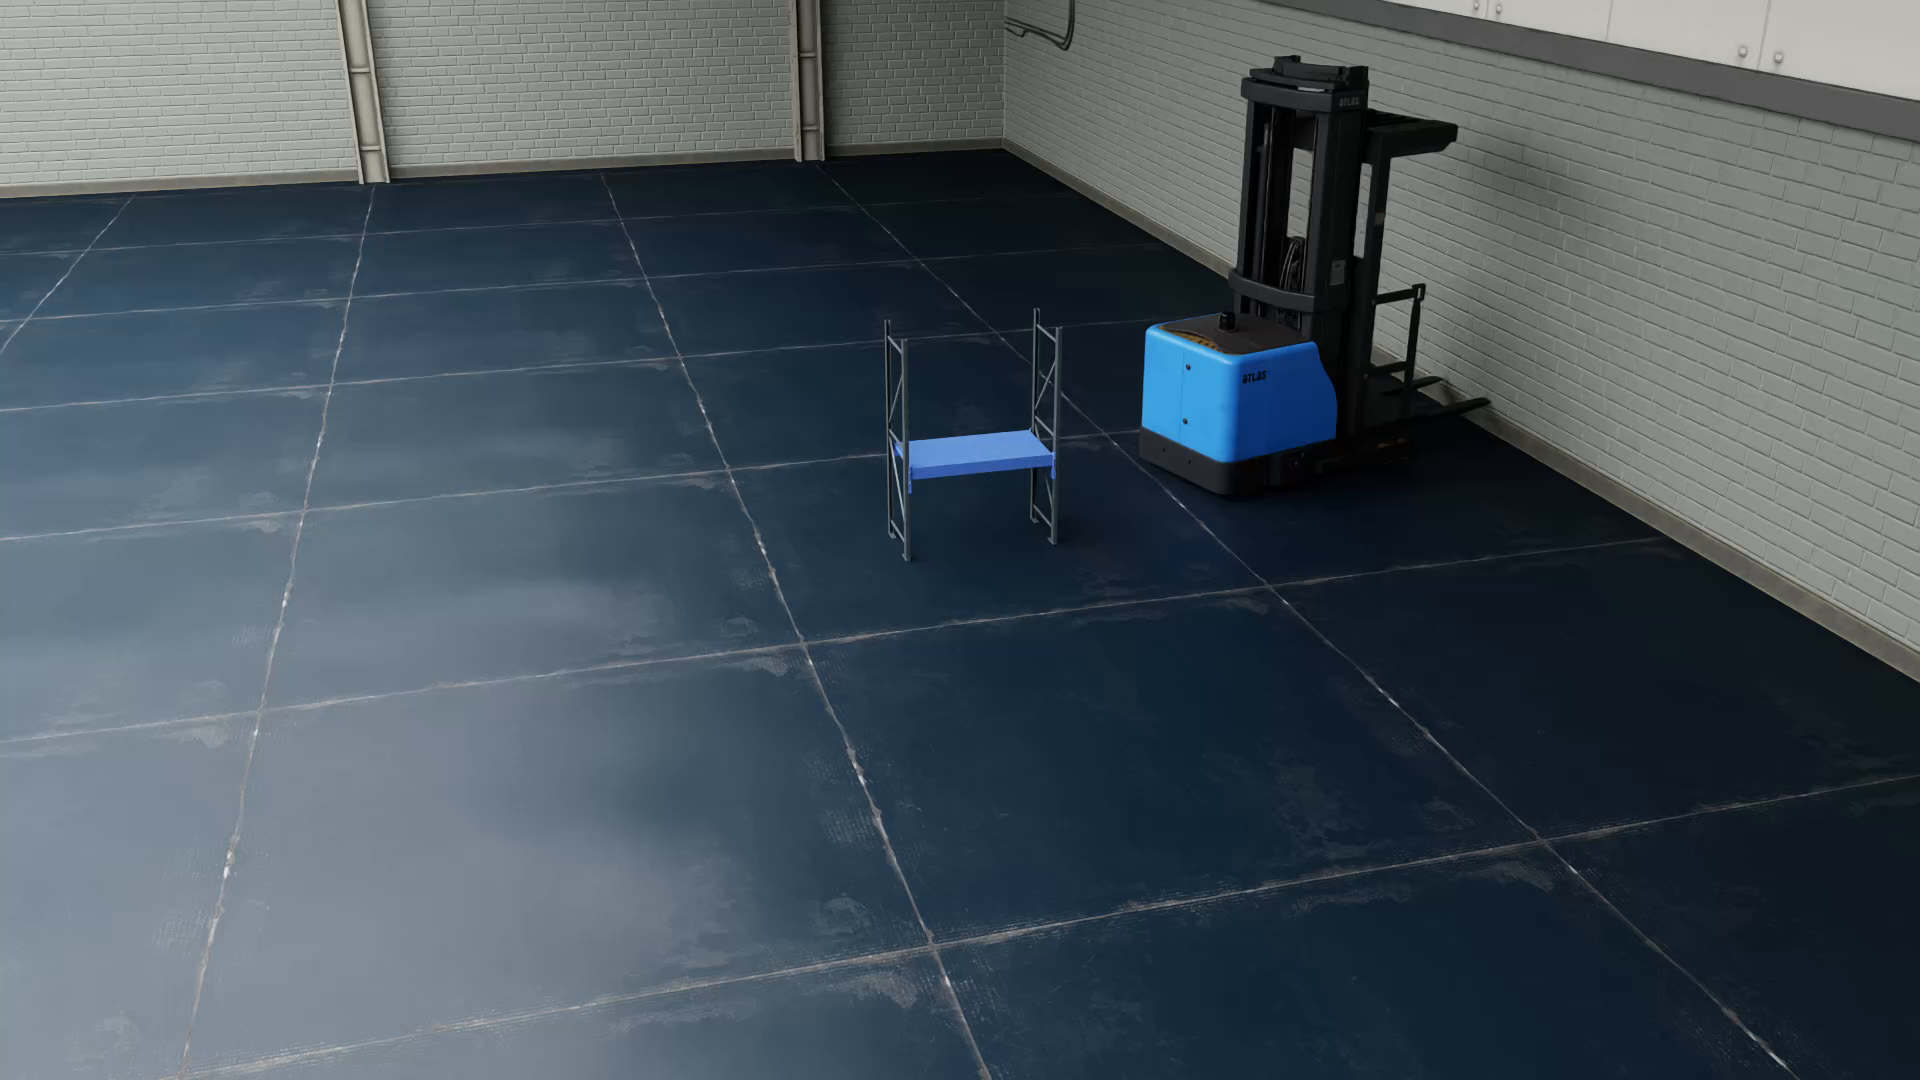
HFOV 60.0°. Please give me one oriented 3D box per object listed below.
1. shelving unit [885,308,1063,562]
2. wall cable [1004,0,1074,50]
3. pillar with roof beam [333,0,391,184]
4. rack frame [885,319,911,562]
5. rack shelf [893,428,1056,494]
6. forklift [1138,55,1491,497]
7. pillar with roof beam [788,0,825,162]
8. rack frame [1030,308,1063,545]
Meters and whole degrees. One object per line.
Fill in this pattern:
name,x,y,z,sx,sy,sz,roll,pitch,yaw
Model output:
shelving unit,0.082,-0.698,10.975,1.048,1.500,0.538,-6,24,-14
wall cable,1.014,-8.043,22.521,0.112,2.526,3.097,-6,24,-14
pillar with roof beam,-6.794,-7.385,17.049,0.400,9.000,9.100,-6,24,-14
rack frame,-0.407,-0.644,10.849,0.032,1.500,0.500,-6,24,-14
rack shelf,0.082,-0.533,11.046,1.000,0.185,0.538,-6,24,-14
forklift,2.870,-2.076,12.370,3.031,2.935,1.130,-14,27,-29
pillar with roof beam,-1.017,-8.024,18.538,0.400,9.000,9.100,-6,24,-14
rack frame,0.572,-0.752,11.102,0.032,1.500,0.500,-6,24,-14
